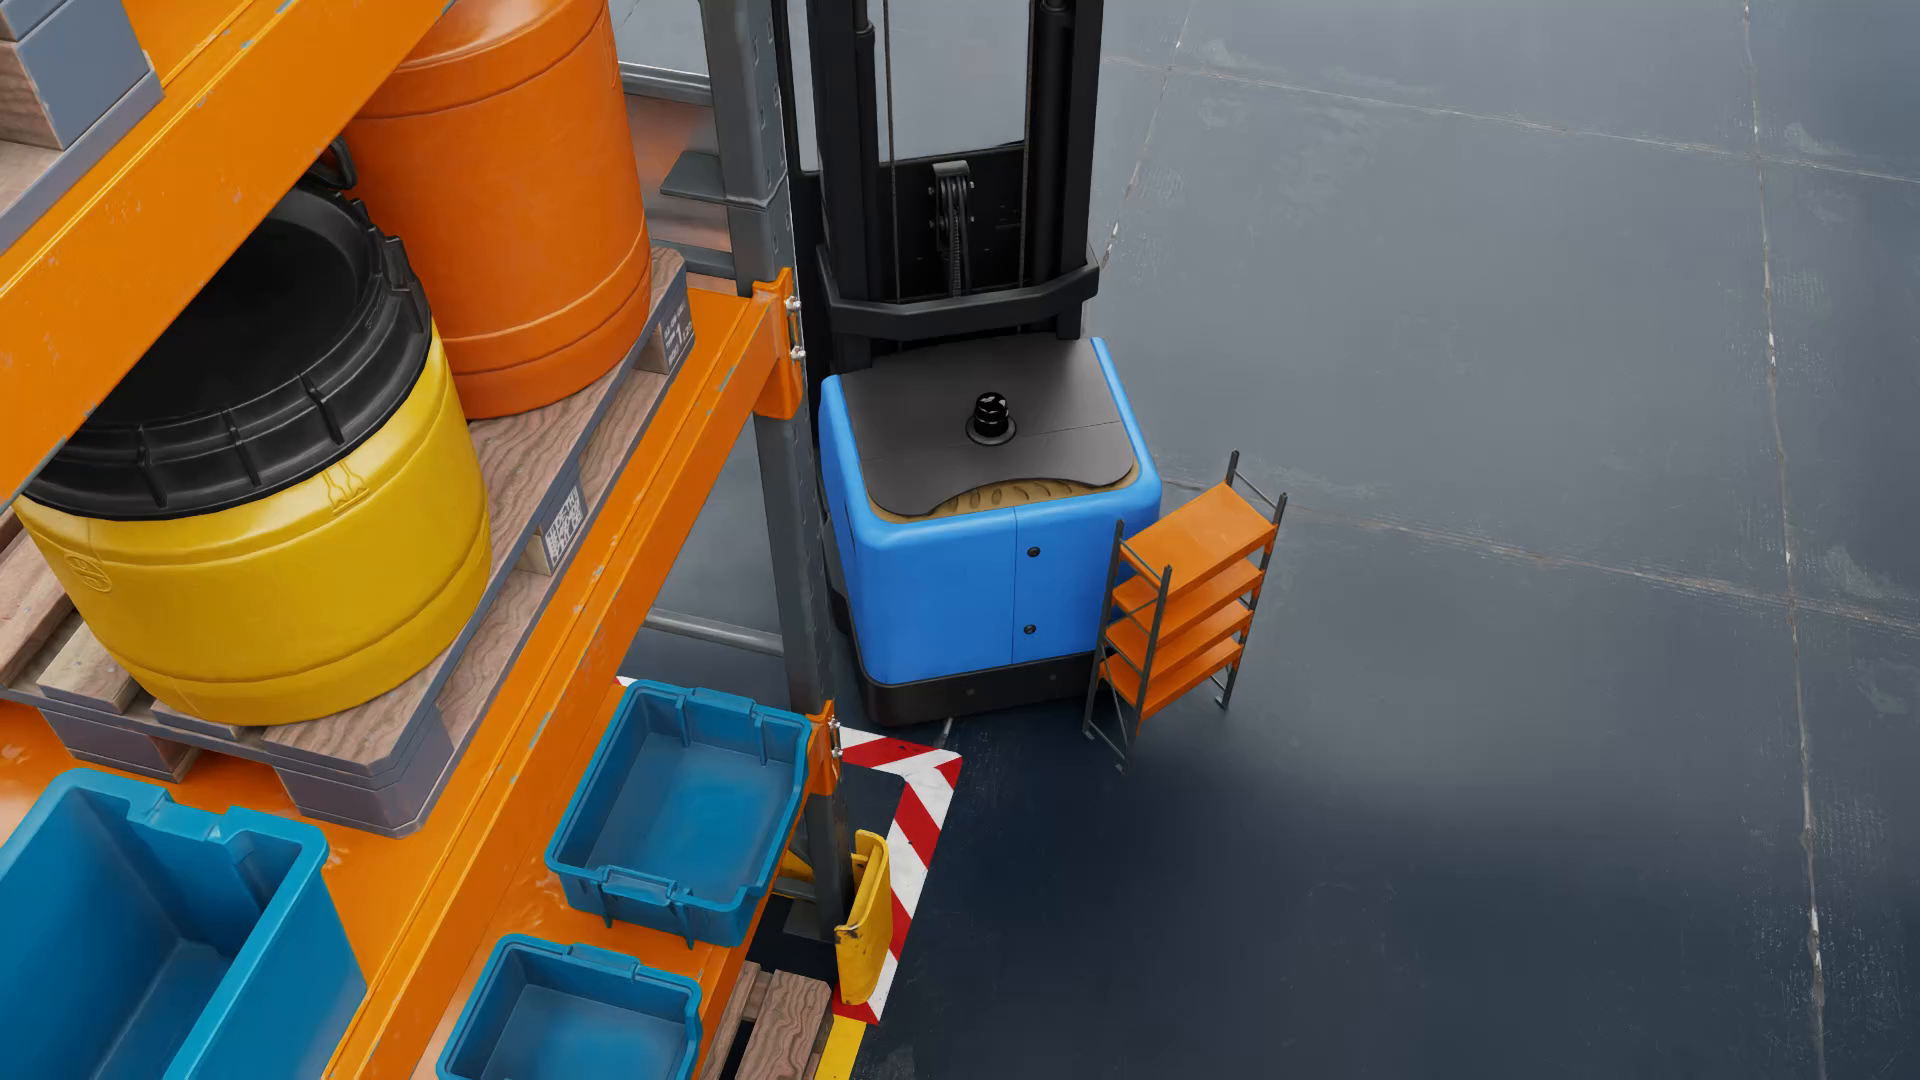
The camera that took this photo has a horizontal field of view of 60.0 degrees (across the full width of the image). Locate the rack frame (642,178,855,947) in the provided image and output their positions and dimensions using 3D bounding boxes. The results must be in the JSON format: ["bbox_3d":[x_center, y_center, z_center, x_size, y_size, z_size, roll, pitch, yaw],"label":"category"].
[{"bbox_3d":[-0.841,0.212,4.481,1.000,3.000,0.127,12,50,10],"label":"rack frame"}]

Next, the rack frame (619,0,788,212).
[{"bbox_3d":[-0.841,-1.773,2.232,1.000,3.000,0.127,12,50,10],"label":"rack frame"}]

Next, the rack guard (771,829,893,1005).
[{"bbox_3d":[-0.815,1.103,5.362,1.175,0.500,0.348,12,50,10],"label":"rack guard"}]

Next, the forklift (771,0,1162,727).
[{"bbox_3d":[-0.130,-1.427,5.974,1.130,2.935,3.031,-9,49,-8],"label":"forklift"}]

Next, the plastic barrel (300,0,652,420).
[{"bbox_3d":[-0.846,-0.685,2.706,0.600,0.830,0.708,12,50,10],"label":"plastic barrel"}]

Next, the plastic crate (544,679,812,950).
[{"bbox_3d":[-0.684,0.682,4.165,0.499,0.251,0.616,12,50,10],"label":"plastic crate"}]

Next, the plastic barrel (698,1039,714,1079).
[{"bbox_3d":[-0.940,1.387,4.823,0.421,0.512,0.421,0,49,0],"label":"plastic barrel"}]

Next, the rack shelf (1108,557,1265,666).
[{"bbox_3d":[0.739,0.178,5.494,0.480,0.148,0.258,-30,58,-24],"label":"rack shelf"}]

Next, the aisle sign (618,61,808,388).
[{"bbox_3d":[-0.535,-0.642,3.501,0.394,0.787,0.004,12,50,10],"label":"aisle sign"}]

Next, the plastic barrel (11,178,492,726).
[{"bbox_3d":[-1.018,-0.132,2.379,0.600,0.588,0.600,0,49,0],"label":"plastic barrel"}]

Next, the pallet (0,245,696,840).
[{"bbox_3d":[-1.153,-0.139,2.916,1.003,0.211,1.213,12,50,10],"label":"pallet"}]

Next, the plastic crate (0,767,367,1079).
[{"bbox_3d":[-1.052,0.663,2.093,0.392,0.384,0.575,12,50,10],"label":"plastic crate"}]

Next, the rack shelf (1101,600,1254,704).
[{"bbox_3d":[0.732,0.319,5.668,0.480,0.148,0.258,-30,58,-24],"label":"rack shelf"}]

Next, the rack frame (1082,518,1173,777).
[{"bbox_3d":[0.541,0.388,5.517,0.015,1.200,0.240,-30,58,-24],"label":"rack frame"}]

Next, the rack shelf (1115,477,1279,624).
[{"bbox_3d":[0.747,0.030,5.310,0.480,0.148,0.258,-30,58,-24],"label":"rack shelf"}]

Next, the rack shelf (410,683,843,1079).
[{"bbox_3d":[-1.367,1.897,3.474,1.077,0.370,4.000,12,50,10],"label":"rack shelf"}]

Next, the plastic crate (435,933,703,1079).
[{"bbox_3d":[-0.860,1.151,3.752,0.499,0.251,0.408,12,50,10],"label":"plastic crate"}]

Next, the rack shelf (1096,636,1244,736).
[{"bbox_3d":[0.725,0.443,5.822,0.480,0.148,0.258,-30,58,-24],"label":"rack shelf"}]

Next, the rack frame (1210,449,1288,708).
[{"bbox_3d":[0.927,0.164,5.714,0.015,1.200,0.240,-30,58,-24],"label":"rack frame"}]

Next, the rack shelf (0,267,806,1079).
[{"bbox_3d":[-1.367,0.904,2.349,1.077,0.370,4.000,12,50,10],"label":"rack shelf"}]

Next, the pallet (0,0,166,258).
[{"bbox_3d":[-1.384,-0.172,1.211,1.003,0.211,1.213,12,50,10],"label":"pallet"}]

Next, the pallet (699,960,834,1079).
[{"bbox_3d":[-1.034,1.786,4.952,1.003,0.211,1.213,12,50,10],"label":"pallet"}]

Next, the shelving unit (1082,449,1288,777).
[{"bbox_3d":[0.734,0.276,5.615,0.503,1.200,0.258,-30,58,-24],"label":"shelving unit"}]
